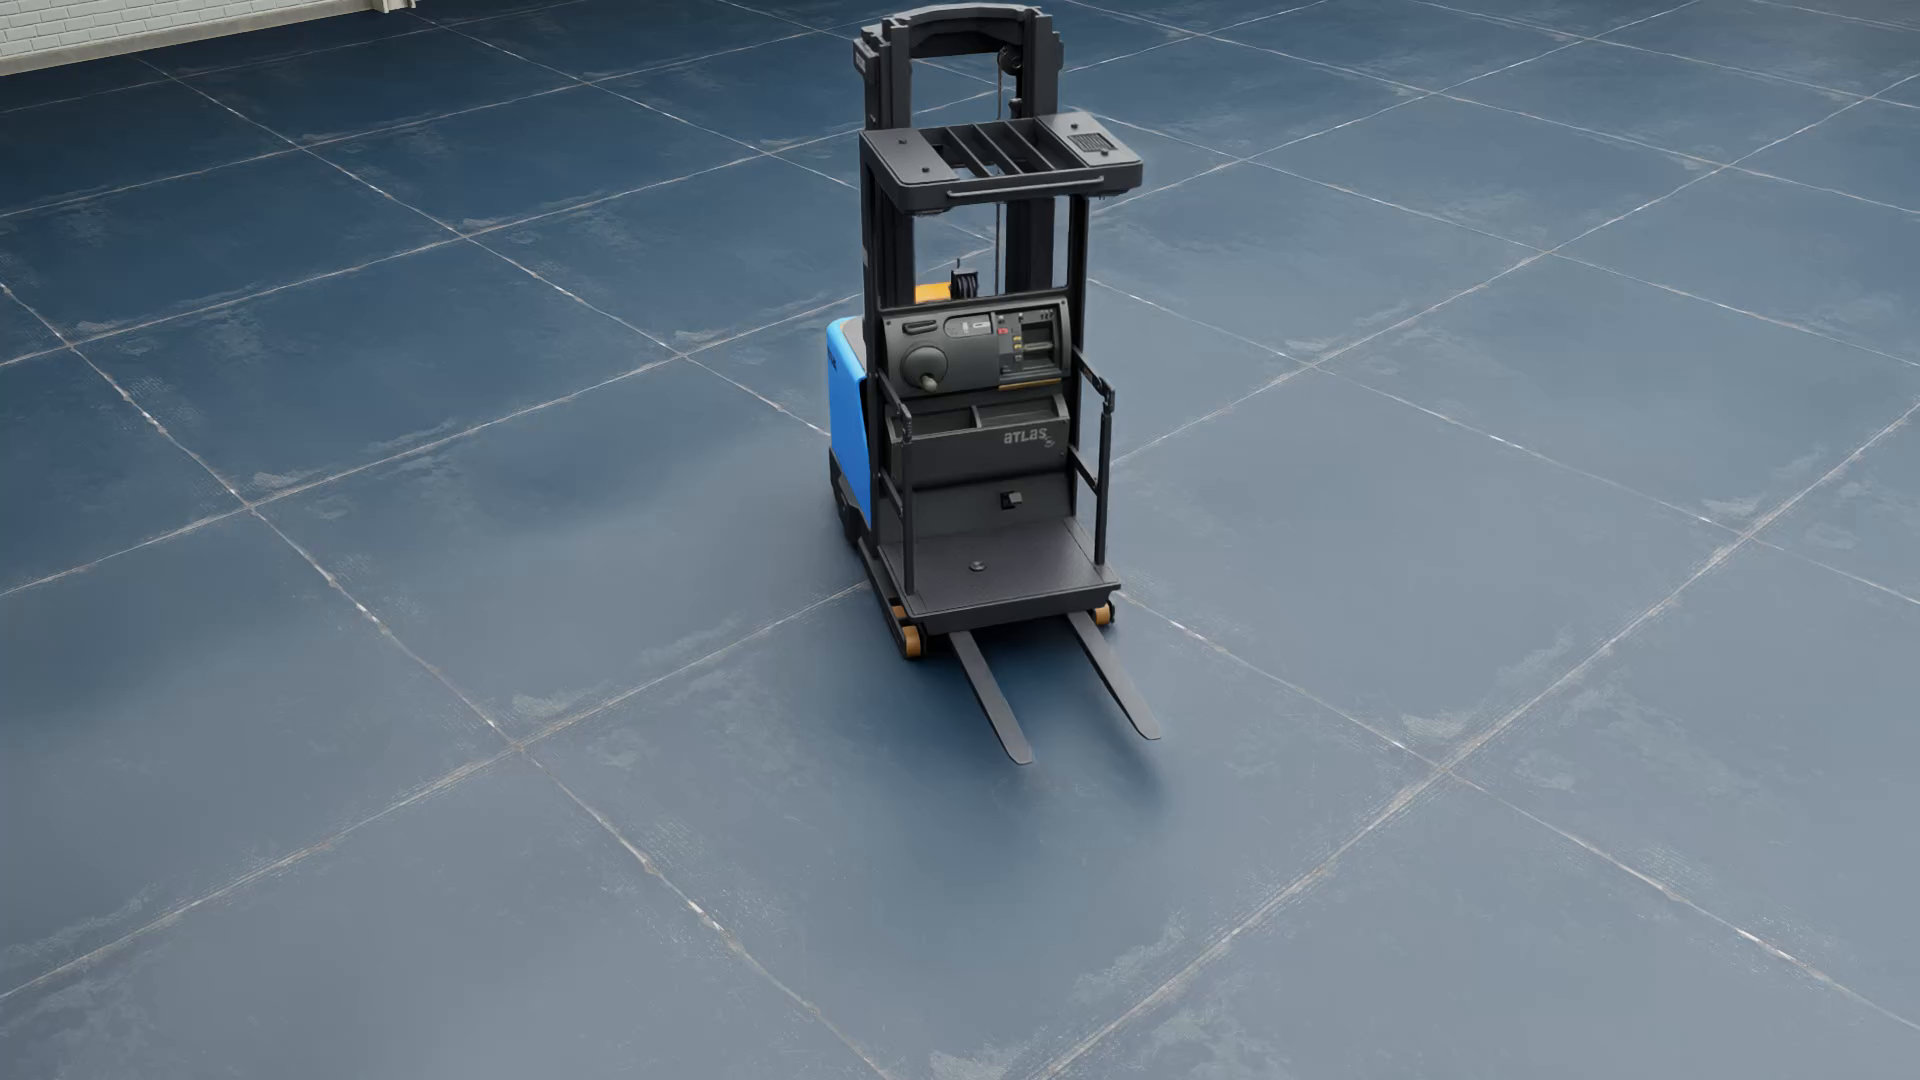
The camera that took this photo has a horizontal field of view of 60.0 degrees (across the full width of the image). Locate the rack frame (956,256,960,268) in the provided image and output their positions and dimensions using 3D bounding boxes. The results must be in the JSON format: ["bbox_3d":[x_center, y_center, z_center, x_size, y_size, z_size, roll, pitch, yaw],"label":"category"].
[{"bbox_3d":[0.029,-1.064,9.829,0.015,1.200,0.240,-10,30,-16],"label":"rack frame"}]

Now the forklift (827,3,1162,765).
[{"bbox_3d":[0.151,-0.891,7.897,1.130,2.935,3.031,-9,33,-14],"label":"forklift"}]

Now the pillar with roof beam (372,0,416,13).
[{"bbox_3d":[-3.676,-8.404,14.368,0.400,9.000,9.100,-26,40,-35],"label":"pillar with roof beam"}]

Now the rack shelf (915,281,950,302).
[{"bbox_3d":[-0.208,-1.368,9.573,0.480,0.148,0.258,-10,30,-16],"label":"rack shelf"}]

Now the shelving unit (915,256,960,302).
[{"bbox_3d":[-0.202,-1.024,9.763,0.503,1.200,0.258,-10,30,-16],"label":"shelving unit"}]
